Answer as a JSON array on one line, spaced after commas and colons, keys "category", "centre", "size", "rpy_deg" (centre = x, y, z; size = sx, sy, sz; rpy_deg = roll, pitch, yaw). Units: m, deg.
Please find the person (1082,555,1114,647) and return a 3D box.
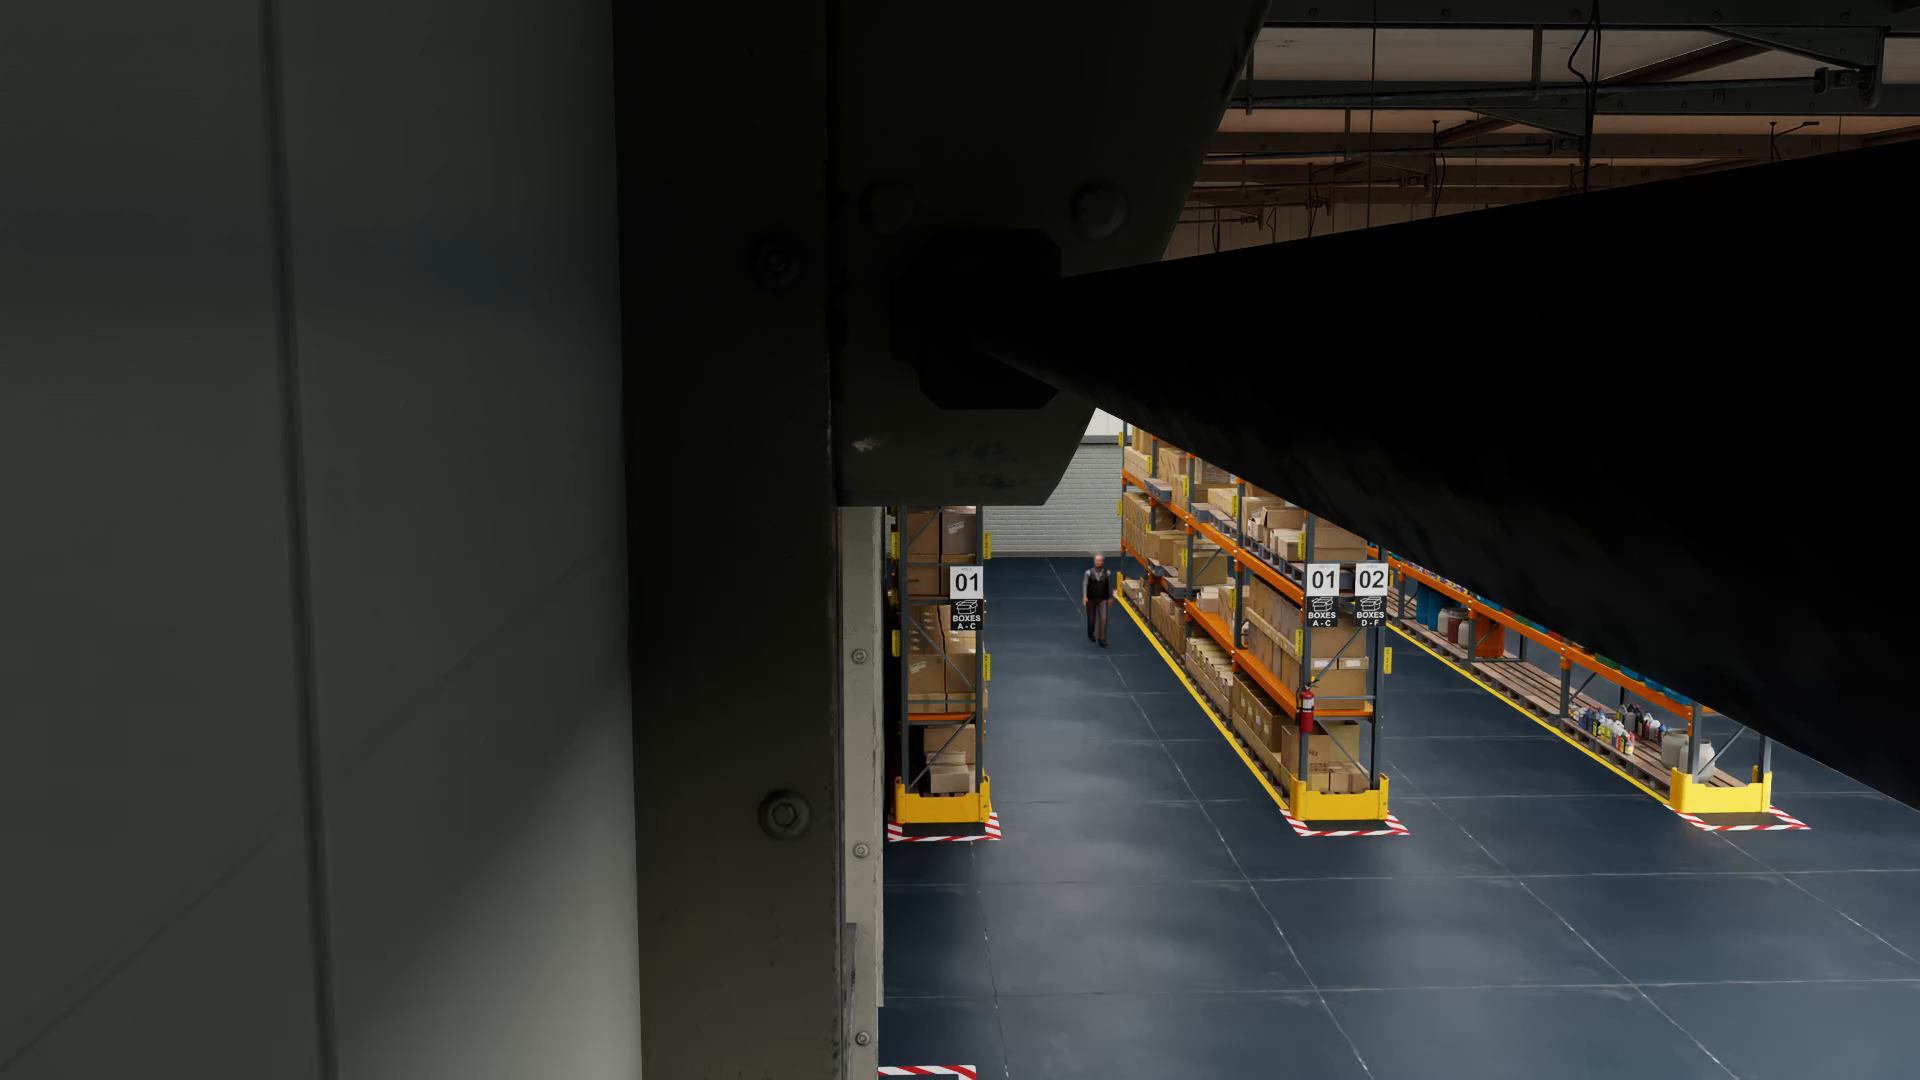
[{"category": "person", "centre": [2.591, 1.128, 31.208], "size": [0.602, 1.684, 1.012], "rpy_deg": [0, 8, 2]}]
